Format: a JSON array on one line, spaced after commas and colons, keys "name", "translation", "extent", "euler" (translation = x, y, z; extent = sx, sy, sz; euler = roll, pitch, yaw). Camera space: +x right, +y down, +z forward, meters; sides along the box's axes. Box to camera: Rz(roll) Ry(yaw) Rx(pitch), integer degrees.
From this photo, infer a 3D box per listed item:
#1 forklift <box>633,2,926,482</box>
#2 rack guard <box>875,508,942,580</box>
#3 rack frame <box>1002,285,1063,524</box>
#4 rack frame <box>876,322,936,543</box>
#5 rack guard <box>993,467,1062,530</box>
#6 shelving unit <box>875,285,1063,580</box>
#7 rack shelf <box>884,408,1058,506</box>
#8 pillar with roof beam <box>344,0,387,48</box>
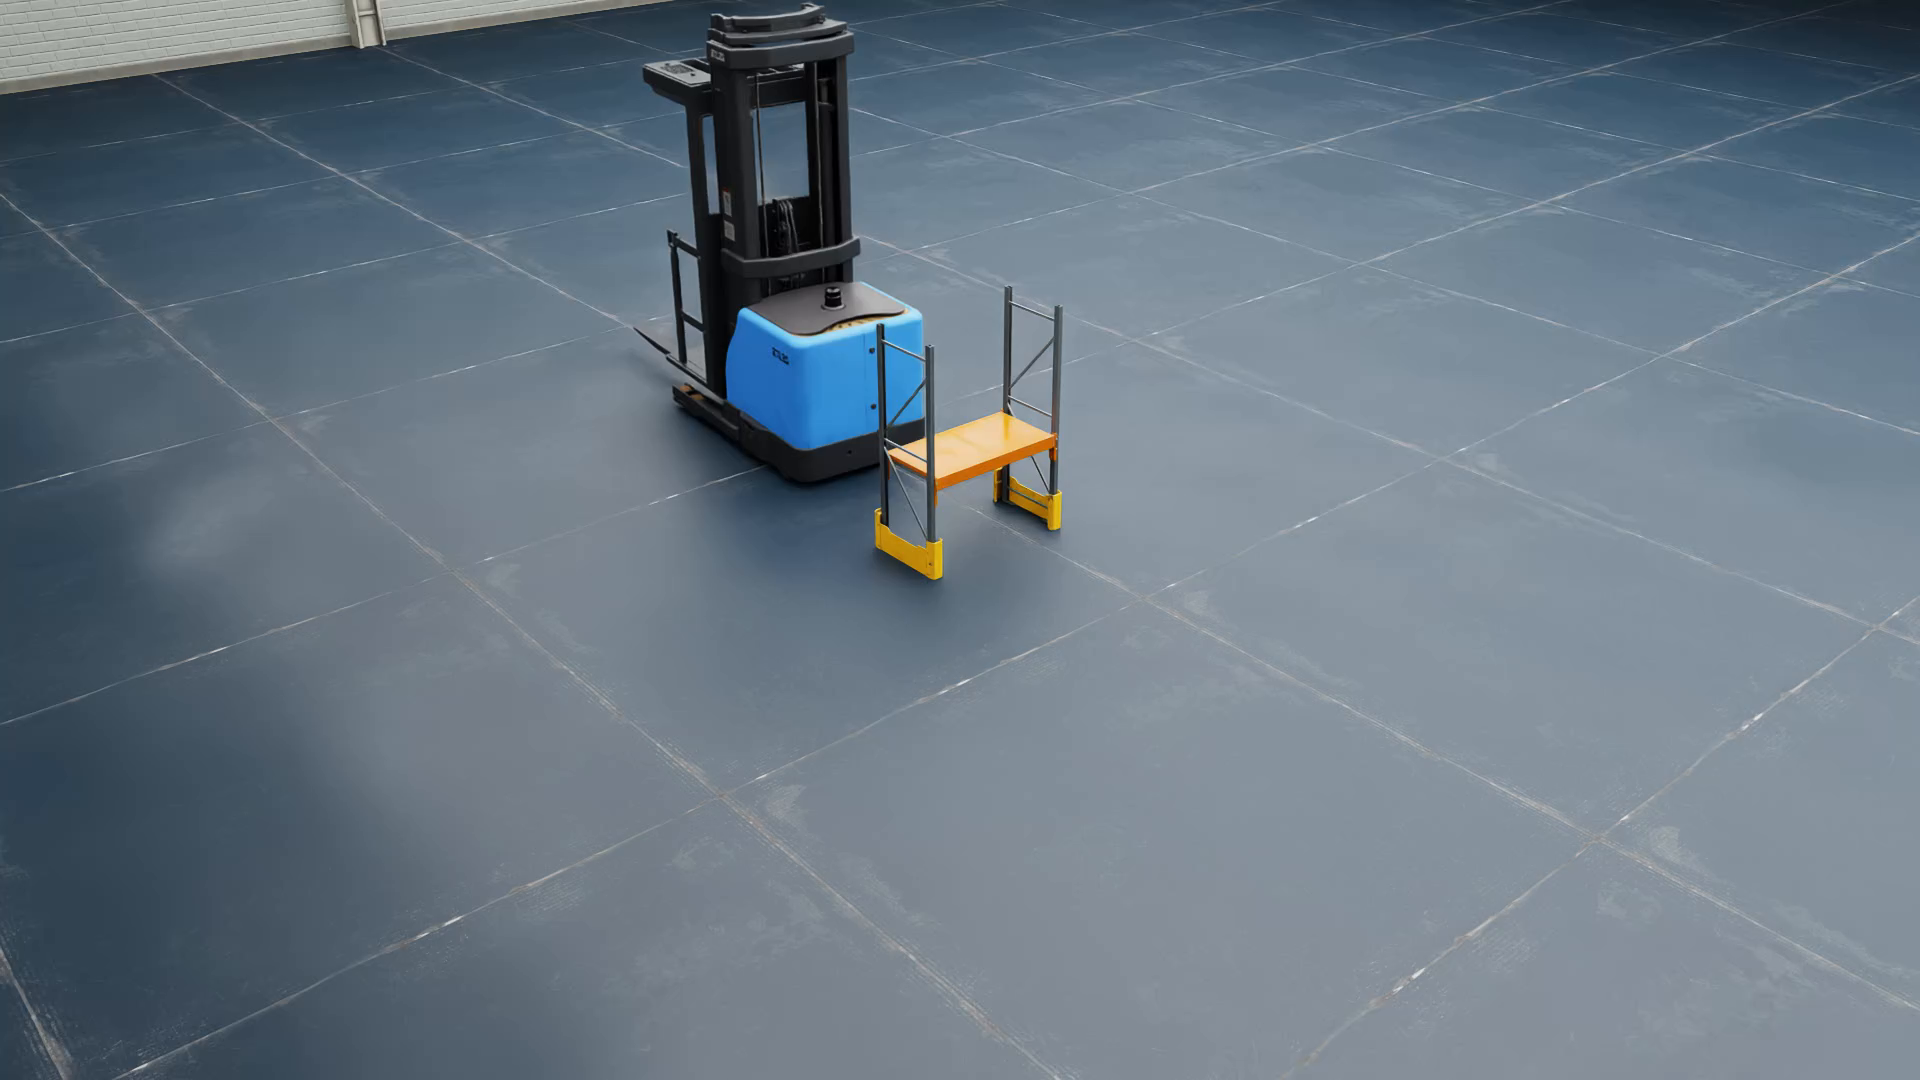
[{"name": "forklift", "translation": [-1.491, -2.324, 11.847], "extent": [1.130, 2.935, 3.031], "euler": [-18, 33, -30]}, {"name": "rack guard", "translation": [-0.321, 0.019, 10.308], "extent": [0.087, 0.250, 0.587], "euler": [-22, 35, -35]}, {"name": "rack frame", "translation": [0.452, -0.843, 10.595], "extent": [0.032, 1.500, 0.500], "euler": [-22, 35, -35]}, {"name": "rack frame", "translation": [-0.322, -0.532, 10.013], "extent": [0.032, 1.500, 0.500], "euler": [-22, 35, -35]}, {"name": "rack guard", "translation": [0.437, -0.286, 10.878], "extent": [0.087, 0.250, 0.587], "euler": [-22, 35, -35]}, {"name": "shelving unit", "translation": [0.058, -0.685, 10.298], "extent": [1.083, 1.500, 0.587], "euler": [-22, 35, -35]}, {"name": "rack shelf", "translation": [0.065, -0.529, 10.388], "extent": [1.000, 0.185, 0.538], "euler": [-22, 35, -35]}, {"name": "pillar with roof beam", "translation": [-5.718, -9.558, 18.946], "extent": [0.400, 9.000, 9.100], "euler": [-22, 35, -35]}]
